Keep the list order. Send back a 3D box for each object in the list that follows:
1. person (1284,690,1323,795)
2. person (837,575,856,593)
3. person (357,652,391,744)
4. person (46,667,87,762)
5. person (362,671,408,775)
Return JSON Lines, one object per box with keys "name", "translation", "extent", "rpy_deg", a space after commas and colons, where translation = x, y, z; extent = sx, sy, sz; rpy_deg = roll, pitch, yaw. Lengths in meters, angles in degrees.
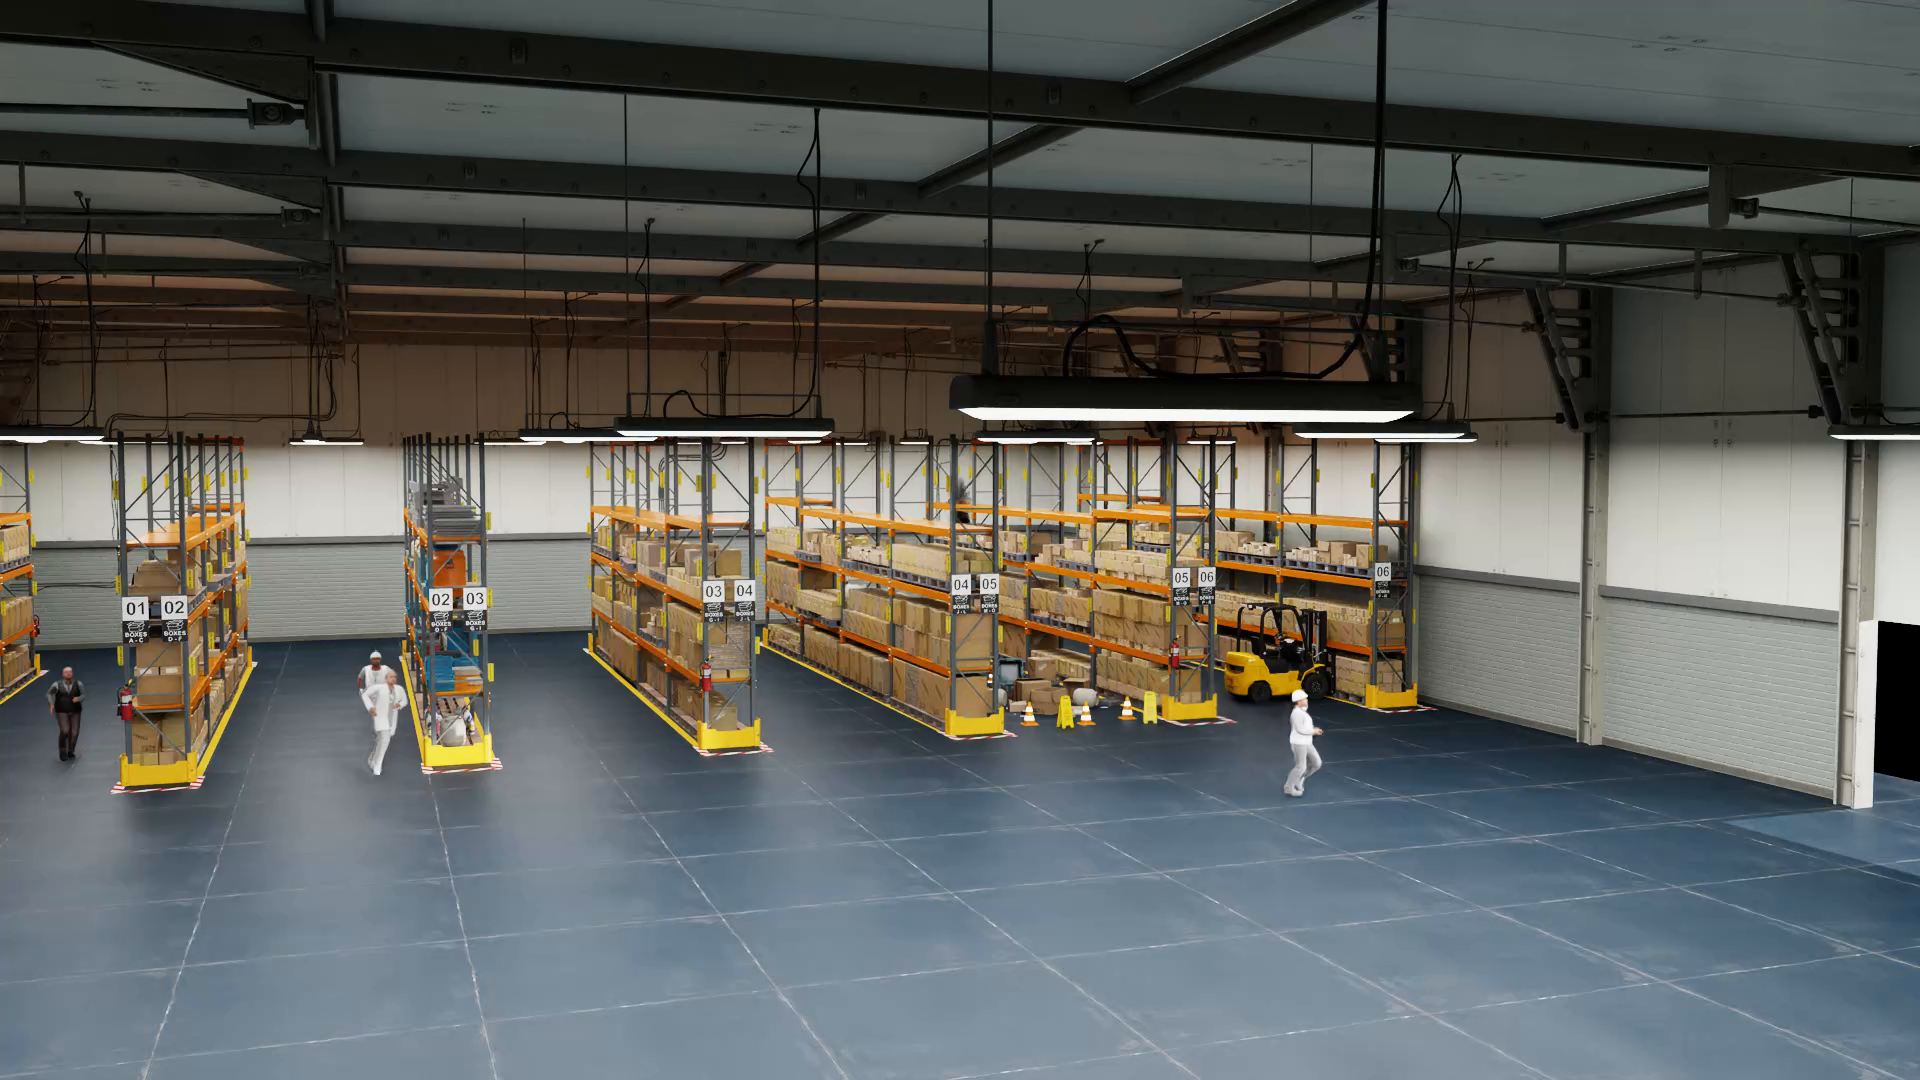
{"name": "person", "translation": [5.644, 3.324, 27.282], "extent": [0.641, 1.734, 0.637], "rpy_deg": [1, 3, 23]}
{"name": "person", "translation": [-3.341, 1.893, 48.520], "extent": [0.676, 1.758, 0.601], "rpy_deg": [-2, 4, -36]}
{"name": "person", "translation": [-11.311, 3.044, 32.246], "extent": [0.689, 1.762, 0.877], "rpy_deg": [-1, 3, -22]}
{"name": "person", "translation": [-16.276, 3.182, 30.354], "extent": [0.629, 1.720, 0.693], "rpy_deg": [-3, 4, -40]}
{"name": "person", "translation": [-10.186, 3.225, 29.500], "extent": [0.732, 1.826, 0.696], "rpy_deg": [3, 4, 39]}
